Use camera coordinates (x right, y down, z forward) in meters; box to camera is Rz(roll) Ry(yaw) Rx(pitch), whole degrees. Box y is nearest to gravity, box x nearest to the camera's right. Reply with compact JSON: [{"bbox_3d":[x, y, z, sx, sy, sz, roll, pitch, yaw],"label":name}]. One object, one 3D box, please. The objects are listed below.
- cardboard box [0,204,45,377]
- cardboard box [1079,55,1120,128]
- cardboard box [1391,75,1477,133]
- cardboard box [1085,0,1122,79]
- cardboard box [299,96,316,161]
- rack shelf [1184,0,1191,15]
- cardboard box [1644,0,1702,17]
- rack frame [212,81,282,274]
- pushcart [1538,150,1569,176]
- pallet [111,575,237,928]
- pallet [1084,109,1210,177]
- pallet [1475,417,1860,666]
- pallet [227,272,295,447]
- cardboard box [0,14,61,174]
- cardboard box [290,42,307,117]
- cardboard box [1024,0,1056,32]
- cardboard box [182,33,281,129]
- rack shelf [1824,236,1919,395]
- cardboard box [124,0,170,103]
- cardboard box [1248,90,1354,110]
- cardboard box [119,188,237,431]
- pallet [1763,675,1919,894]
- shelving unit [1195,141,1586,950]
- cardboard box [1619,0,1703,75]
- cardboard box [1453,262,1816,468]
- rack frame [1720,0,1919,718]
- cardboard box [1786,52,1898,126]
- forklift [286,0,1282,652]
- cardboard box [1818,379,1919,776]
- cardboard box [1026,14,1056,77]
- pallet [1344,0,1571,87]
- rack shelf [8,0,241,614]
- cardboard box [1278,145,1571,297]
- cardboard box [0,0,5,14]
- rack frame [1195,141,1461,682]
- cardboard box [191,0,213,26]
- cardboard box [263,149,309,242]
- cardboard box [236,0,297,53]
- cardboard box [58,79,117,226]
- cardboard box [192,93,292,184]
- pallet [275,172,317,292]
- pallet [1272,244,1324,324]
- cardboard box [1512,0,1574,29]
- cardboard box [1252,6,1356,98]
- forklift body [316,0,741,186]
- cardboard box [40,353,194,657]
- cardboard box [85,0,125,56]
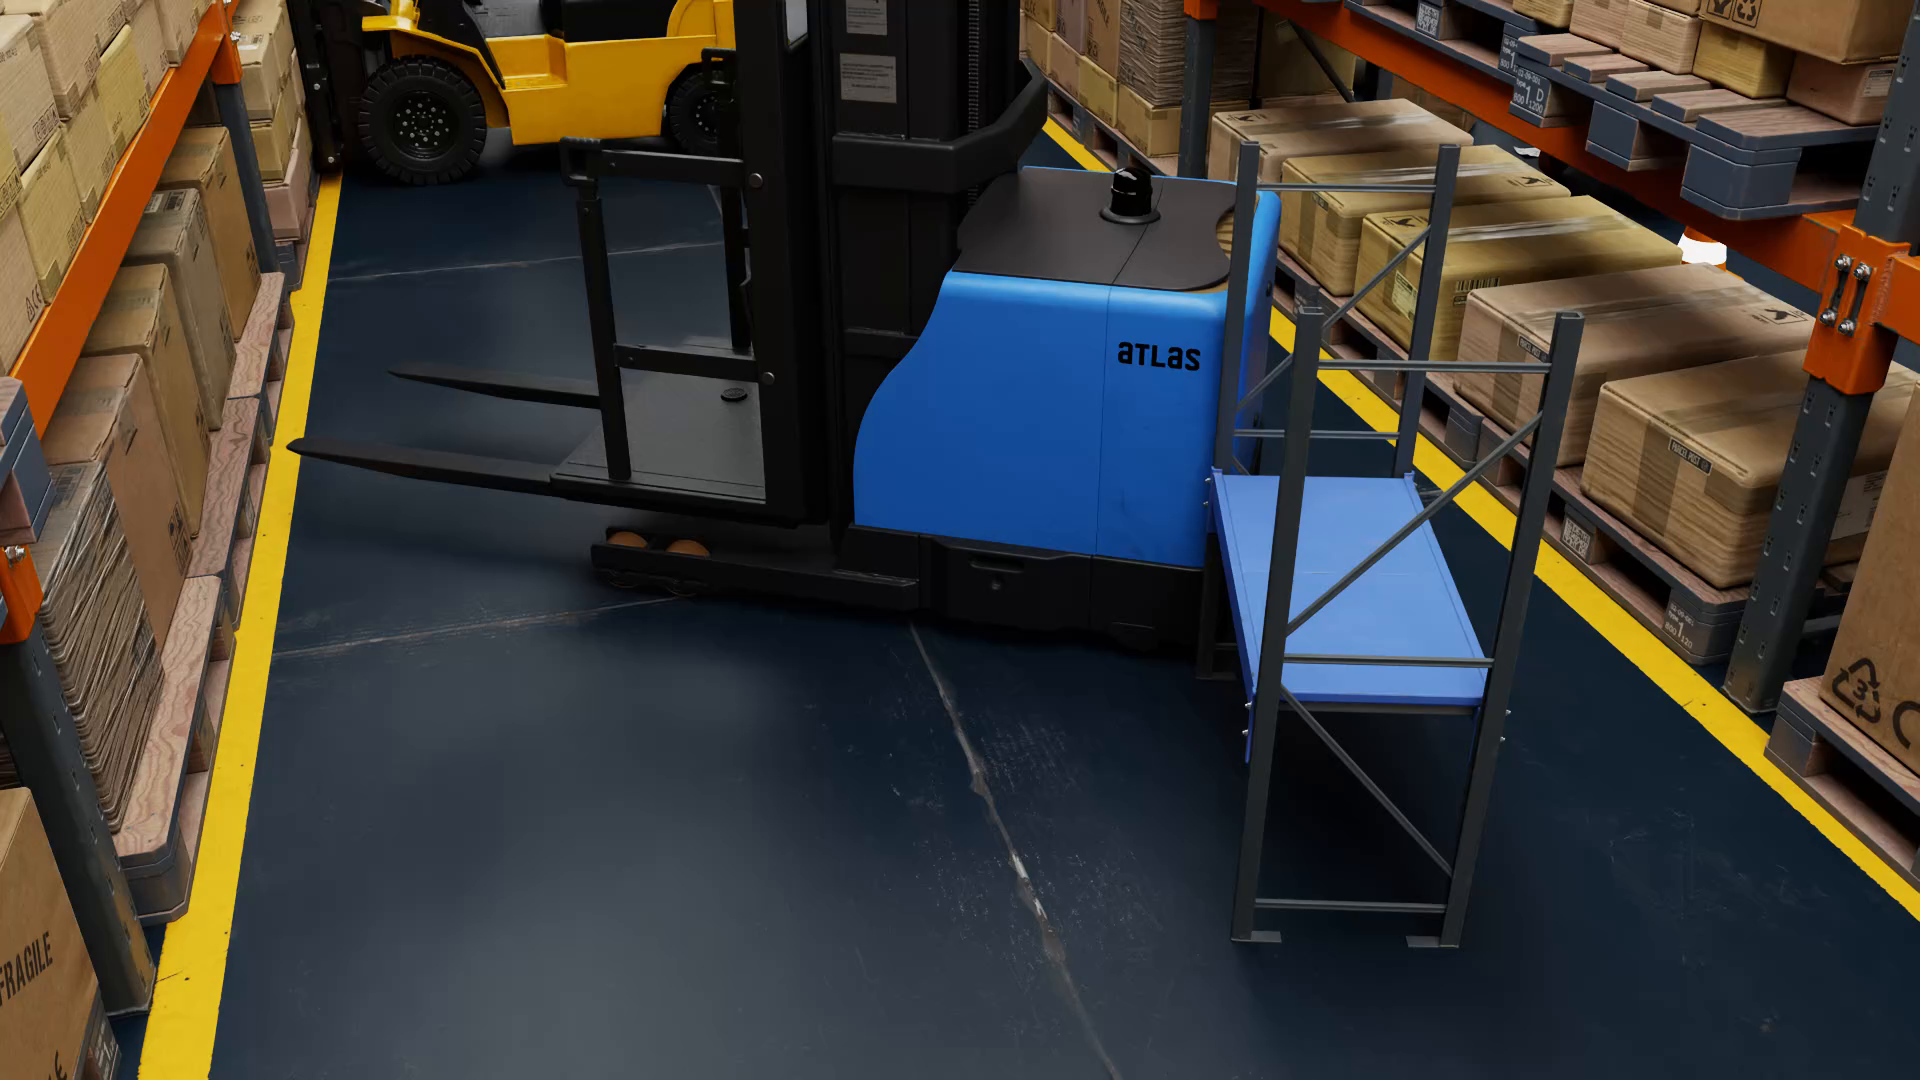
[{"bbox_3d":[-2.095,-0.441,3.168,0.500,0.250,0.500,-8,31,-13],"label":"cardboard box"},{"bbox_3d":[0.943,-2.350,8.642,0.500,0.250,0.500,-9,31,-15],"label":"cardboard box"},{"bbox_3d":[2.537,-2.471,9.017,0.500,0.500,0.500,13,32,21],"label":"cardboard box"},{"bbox_3d":[0.957,-2.665,8.437,0.500,0.500,0.500,-7,31,-12],"label":"cardboard box"},{"bbox_3d":[-3.385,-1.950,7.950,0.500,0.250,0.500,-7,31,-12],"label":"cardboard box"},{"bbox_3d":[0.979,-3.508,9.034,1.077,0.370,4.000,-8,31,-13],"label":"rack shelf"},{"bbox_3d":[2.035,-1.706,4.387,0.500,0.500,0.500,-8,31,-14],"label":"cardboard box"},{"bbox_3d":[-3.275,-2.191,6.041,1.000,3.000,0.127,-8,31,-13],"label":"rack frame"},{"bbox_3d":[3.695,-2.045,8.407,1.648,0.377,0.936,-20,35,-30],"label":"pushcart"},{"bbox_3d":[-2.394,0.545,4.098,1.003,0.211,1.213,-8,31,-13],"label":"pallet"},{"bbox_3d":[1.297,-1.966,8.436,1.003,0.211,1.213,-8,31,-13],"label":"pallet"},{"bbox_3d":[2.365,-0.092,5.198,1.003,0.211,1.213,-8,31,-13],"label":"pallet"},{"bbox_3d":[-3.042,-0.634,6.134,1.003,0.211,1.213,-8,31,-13],"label":"pallet"},{"bbox_3d":[-2.227,-0.900,3.460,0.500,0.250,0.500,-7,31,-12],"label":"cardboard box"},{"bbox_3d":[-3.364,-2.161,7.816,0.500,0.250,0.500,-8,31,-14],"label":"cardboard box"},{"bbox_3d":[0.671,-3.168,9.306,0.500,0.500,0.500,-7,31,-12],"label":"cardboard box"},{"bbox_3d":[-3.101,-1.891,6.850,0.500,0.250,0.500,-8,31,-14],"label":"cardboard box"},{"bbox_3d":[3.102,0.356,2.358,1.077,0.370,4.000,-8,31,-13],"label":"rack shelf"},{"bbox_3d":[-2.648,-1.432,4.879,0.500,0.250,0.500,-8,31,-13],"label":"cardboard box"},{"bbox_3d":[1.613,-2.166,8.323,0.500,0.250,0.500,-9,31,-16],"label":"cardboard box"},{"bbox_3d":[-2.927,-0.719,5.449,0.875,0.625,0.625,-8,31,-14],"label":"cardboard box"},{"bbox_3d":[2.708,0.677,3.870,1.003,0.211,1.213,-8,31,-13],"label":"pallet"},{"bbox_3d":[0.877,-0.009,3.769,0.538,1.500,1.048,1,30,2],"label":"shelving unit"},{"bbox_3d":[2.006,-1.357,4.431,0.380,0.149,0.250,-8,31,-14],"label":"cardboard box"},{"bbox_3d":[2.227,-0.595,5.488,0.950,0.372,0.625,-8,31,-14],"label":"cardboard box"},{"bbox_3d":[2.571,-0.921,3.847,1.000,3.000,0.127,-8,31,-13],"label":"rack frame"},{"bbox_3d":[2.257,-1.121,4.024,0.380,0.149,0.250,-7,31,-11],"label":"cardboard box"},{"bbox_3d":[-0.611,-1.347,4.651,3.031,2.935,1.130,7,31,12],"label":"forklift"},{"bbox_3d":[2.675,0.161,3.679,0.875,0.875,0.875,-8,31,-14],"label":"cardboard box"},{"bbox_3d":[0.681,-2.841,9.489,0.500,0.250,0.500,-6,31,-10],"label":"cardboard box"},{"bbox_3d":[2.006,-1.789,5.537,1.003,0.211,1.213,-8,31,-13],"label":"pallet"},{"bbox_3d":[-2.744,-0.914,4.553,1.077,0.370,4.000,-8,31,-13],"label":"rack shelf"},{"bbox_3d":[1.845,-1.298,6.702,0.950,0.372,0.625,-6,31,-10],"label":"cardboard box"},{"bbox_3d":[-2.261,-1.150,3.496,0.380,0.149,0.250,-8,31,-13],"label":"cardboard box"},{"bbox_3d":[0.899,-0.264,4.209,0.500,1.500,0.032,1,30,2],"label":"rack frame"},{"bbox_3d":[-2.889,-1.918,5.719,0.500,0.250,0.500,-7,31,-12],"label":"cardboard box"},{"bbox_3d":[-3.084,-1.461,7.105,0.500,0.250,0.500,-8,31,-13],"label":"cardboard box"},{"bbox_3d":[-3.370,-2.378,7.692,0.500,0.250,0.500,-7,31,-12],"label":"cardboard box"},{"bbox_3d":[-2.368,-0.933,4.017,0.500,0.250,0.500,-9,31,-15],"label":"cardboard box"},{"bbox_3d":[-3.106,-1.674,6.974,0.500,0.250,0.500,-8,31,-14],"label":"cardboard box"},{"bbox_3d":[-3.446,-1.374,7.413,1.003,0.211,1.213,-8,31,-13],"label":"pallet"},{"bbox_3d":[1.718,-1.270,7.234,1.003,0.211,1.213,-8,31,-13],"label":"pallet"},{"bbox_3d":[1.861,-1.610,4.870,0.380,0.149,0.250,-7,31,-12],"label":"cardboard box"},{"bbox_3d":[1.613,-2.490,8.135,0.500,0.500,0.500,-6,31,-11],"label":"cardboard box"},{"bbox_3d":[-2.074,-3.082,8.428,2.313,2.155,1.214,-8,31,-13],"label":"forklift body"},{"bbox_3d":[-2.547,-0.031,4.260,0.875,0.625,0.625,-7,31,-12],"label":"cardboard box"},{"bbox_3d":[-2.509,-1.398,4.322,0.500,0.250,0.500,-7,31,-13],"label":"cardboard box"}]
